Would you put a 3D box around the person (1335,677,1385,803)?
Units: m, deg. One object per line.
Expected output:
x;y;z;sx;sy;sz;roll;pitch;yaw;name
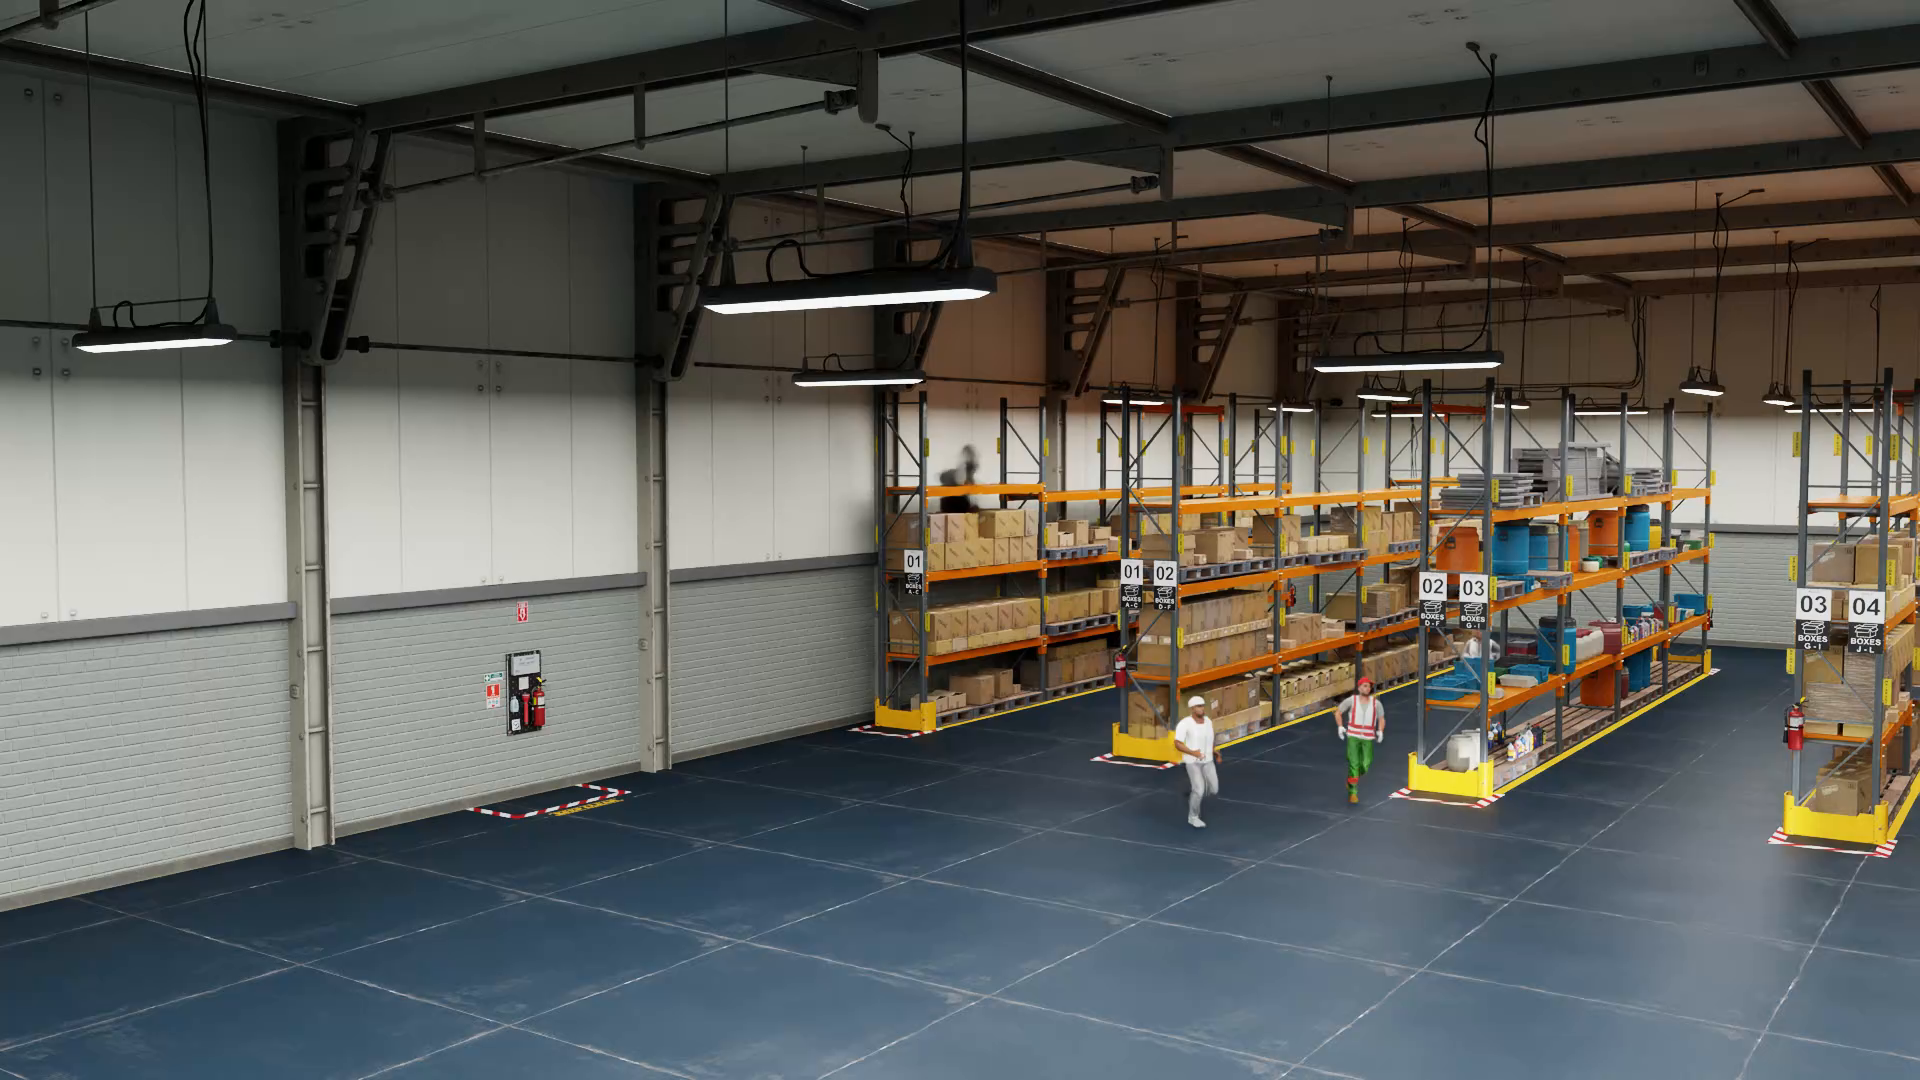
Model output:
5.700;2.829;23.653;0.702;1.749;0.553;0;3;5;person

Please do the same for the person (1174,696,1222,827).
3.162;2.923;21.986;0.700;1.723;0.582;-2;4;-30;person

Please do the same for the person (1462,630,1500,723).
9.549;2.439;30.496;0.673;1.855;0.760;2;4;35;person
